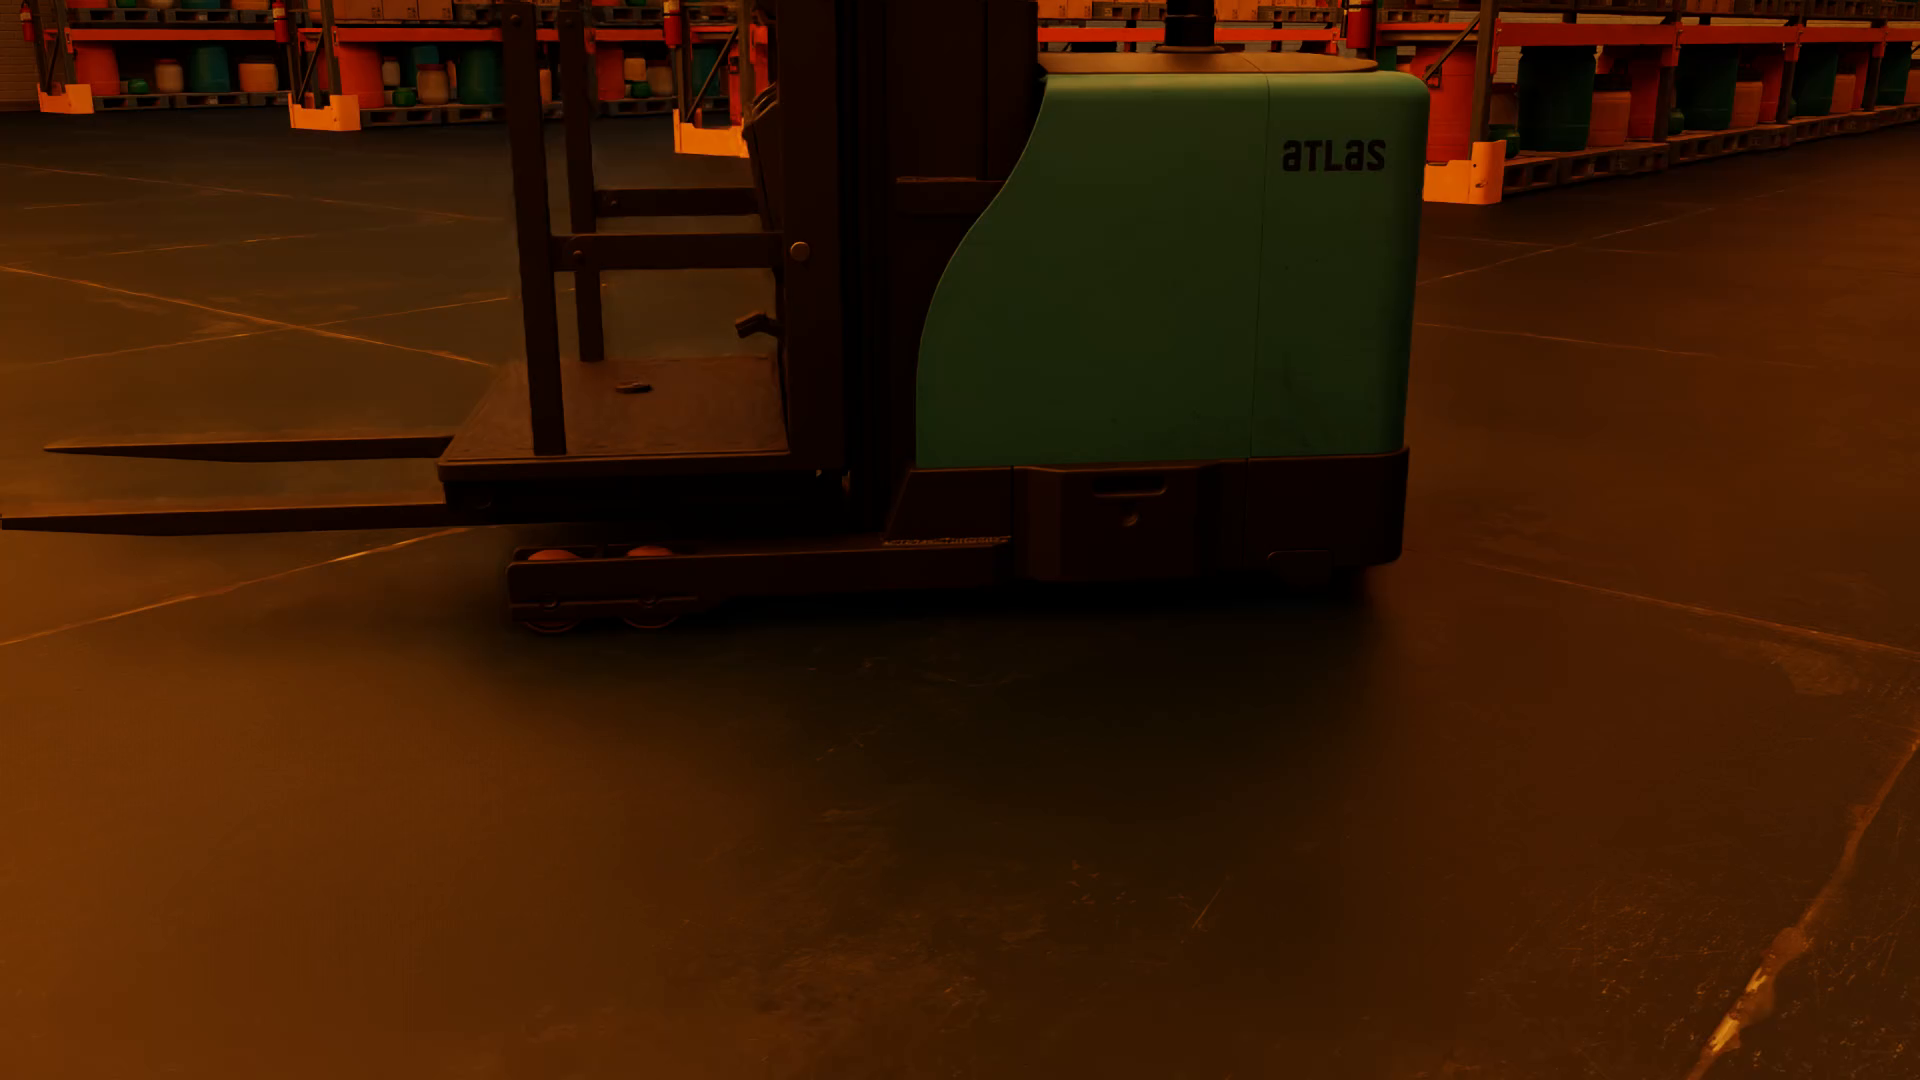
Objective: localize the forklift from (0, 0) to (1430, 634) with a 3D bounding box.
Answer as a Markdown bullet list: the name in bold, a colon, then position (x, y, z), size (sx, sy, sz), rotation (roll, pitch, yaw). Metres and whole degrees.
- **forklift**: position (-0.602, -1.378, 3.436), size (3.031, 2.935, 1.130), rotation (-2, 17, -7)
